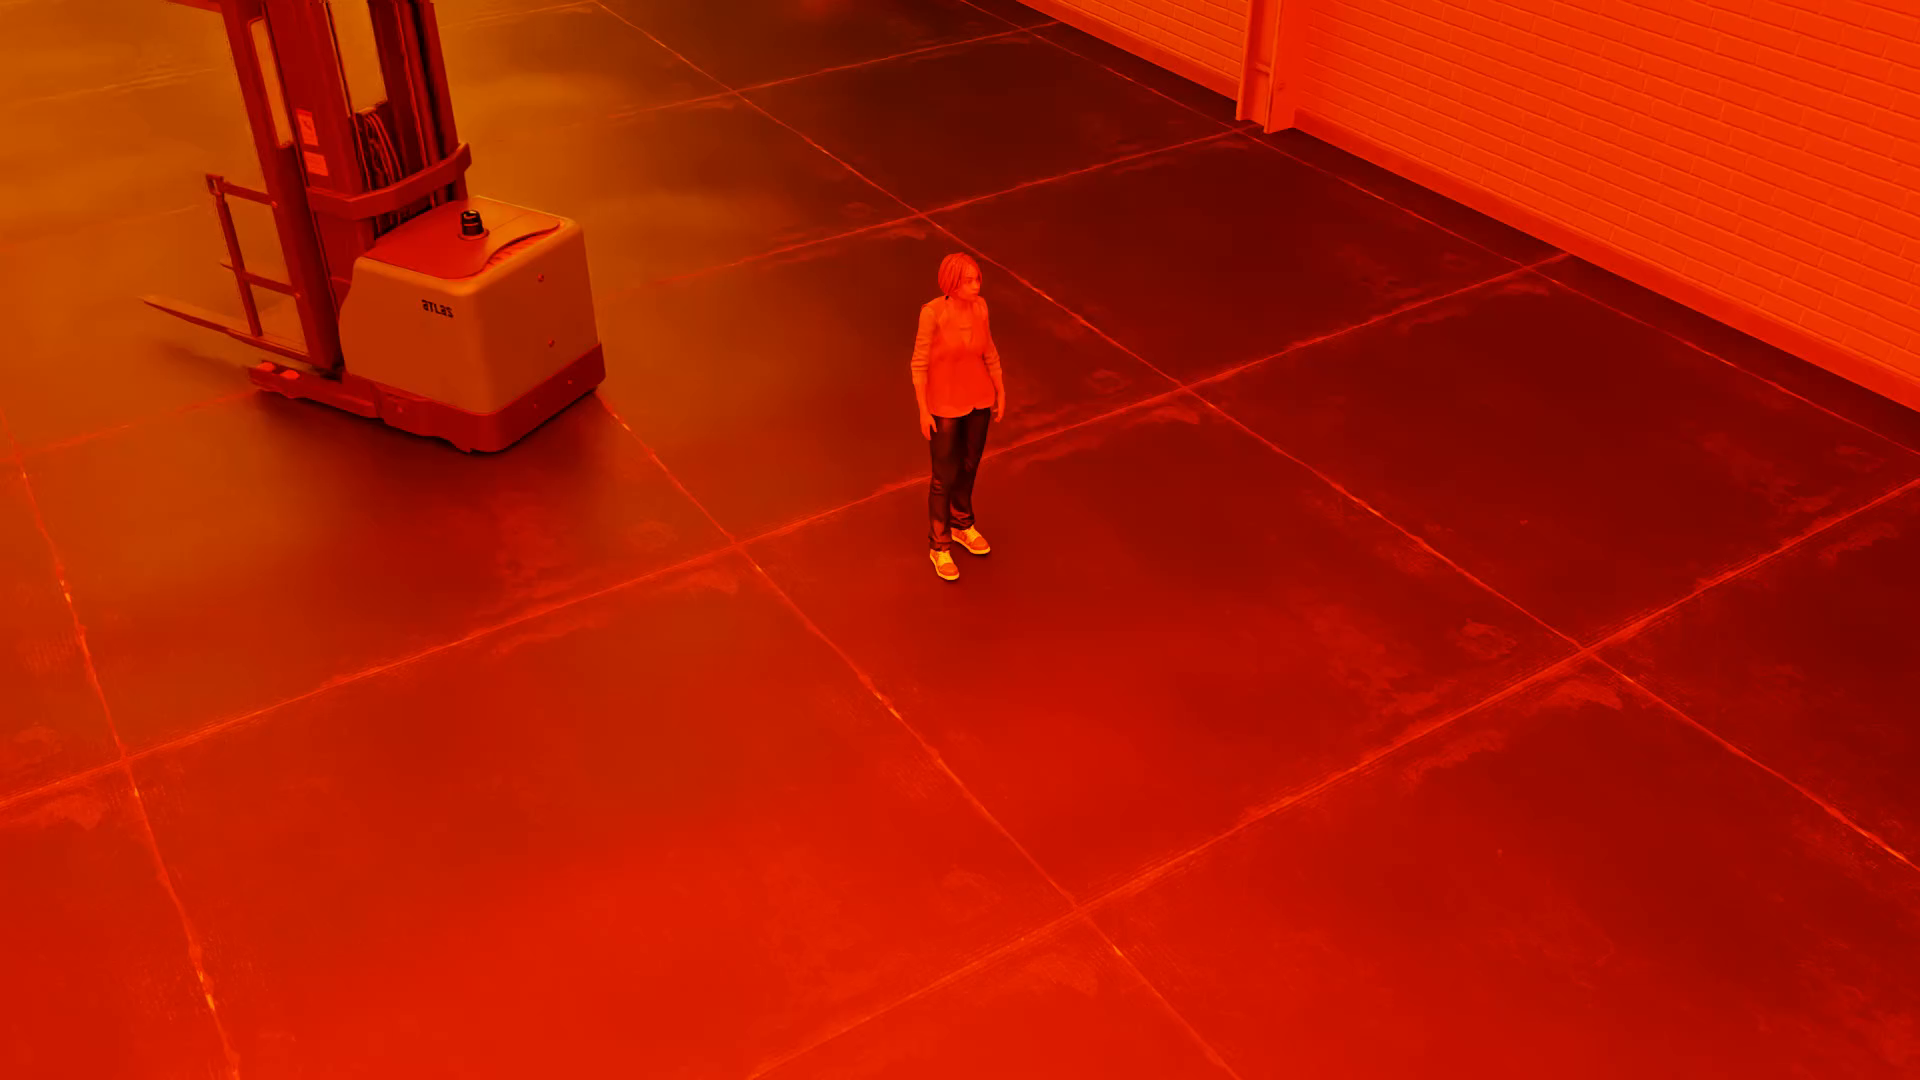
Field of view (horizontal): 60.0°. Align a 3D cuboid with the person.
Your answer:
[{"bbox_3d":[0.028,-0.620,8.177,0.520,1.597,0.476,-21,40,-27],"label":"person"}]

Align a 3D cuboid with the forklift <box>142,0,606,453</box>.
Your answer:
[{"bbox_3d":[-3.665,-2.288,9.404,3.031,2.935,1.130,17,39,23],"label":"forklift"}]
